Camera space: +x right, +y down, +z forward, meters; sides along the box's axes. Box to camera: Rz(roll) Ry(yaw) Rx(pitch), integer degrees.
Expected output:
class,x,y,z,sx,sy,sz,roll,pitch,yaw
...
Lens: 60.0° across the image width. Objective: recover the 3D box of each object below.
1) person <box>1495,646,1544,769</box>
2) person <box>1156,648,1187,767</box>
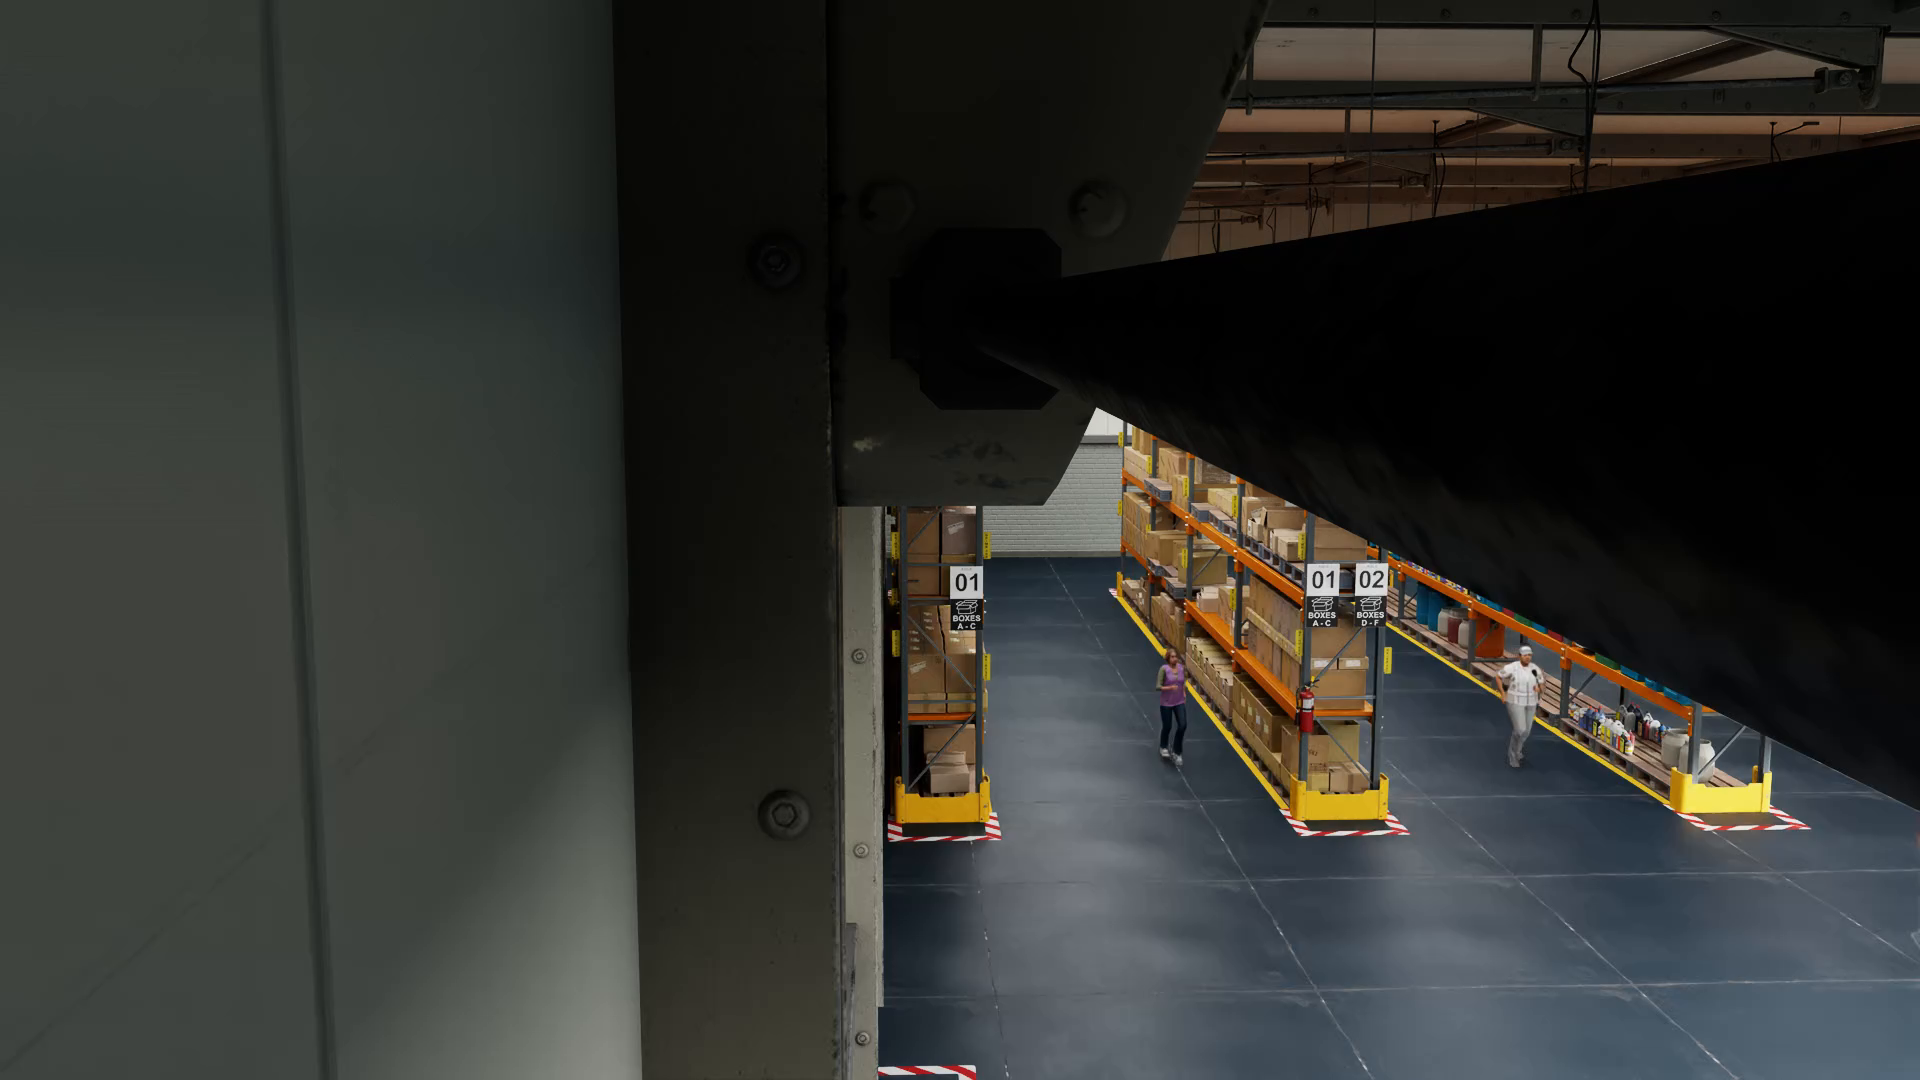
class,x,y,z,sx,sy,sz,roll,pitch,yaw
person,7.762,2.302,22.975,0.575,1.708,0.711,-1,8,-8
person,2.950,2.311,23.064,0.514,1.639,0.666,-2,8,-11
